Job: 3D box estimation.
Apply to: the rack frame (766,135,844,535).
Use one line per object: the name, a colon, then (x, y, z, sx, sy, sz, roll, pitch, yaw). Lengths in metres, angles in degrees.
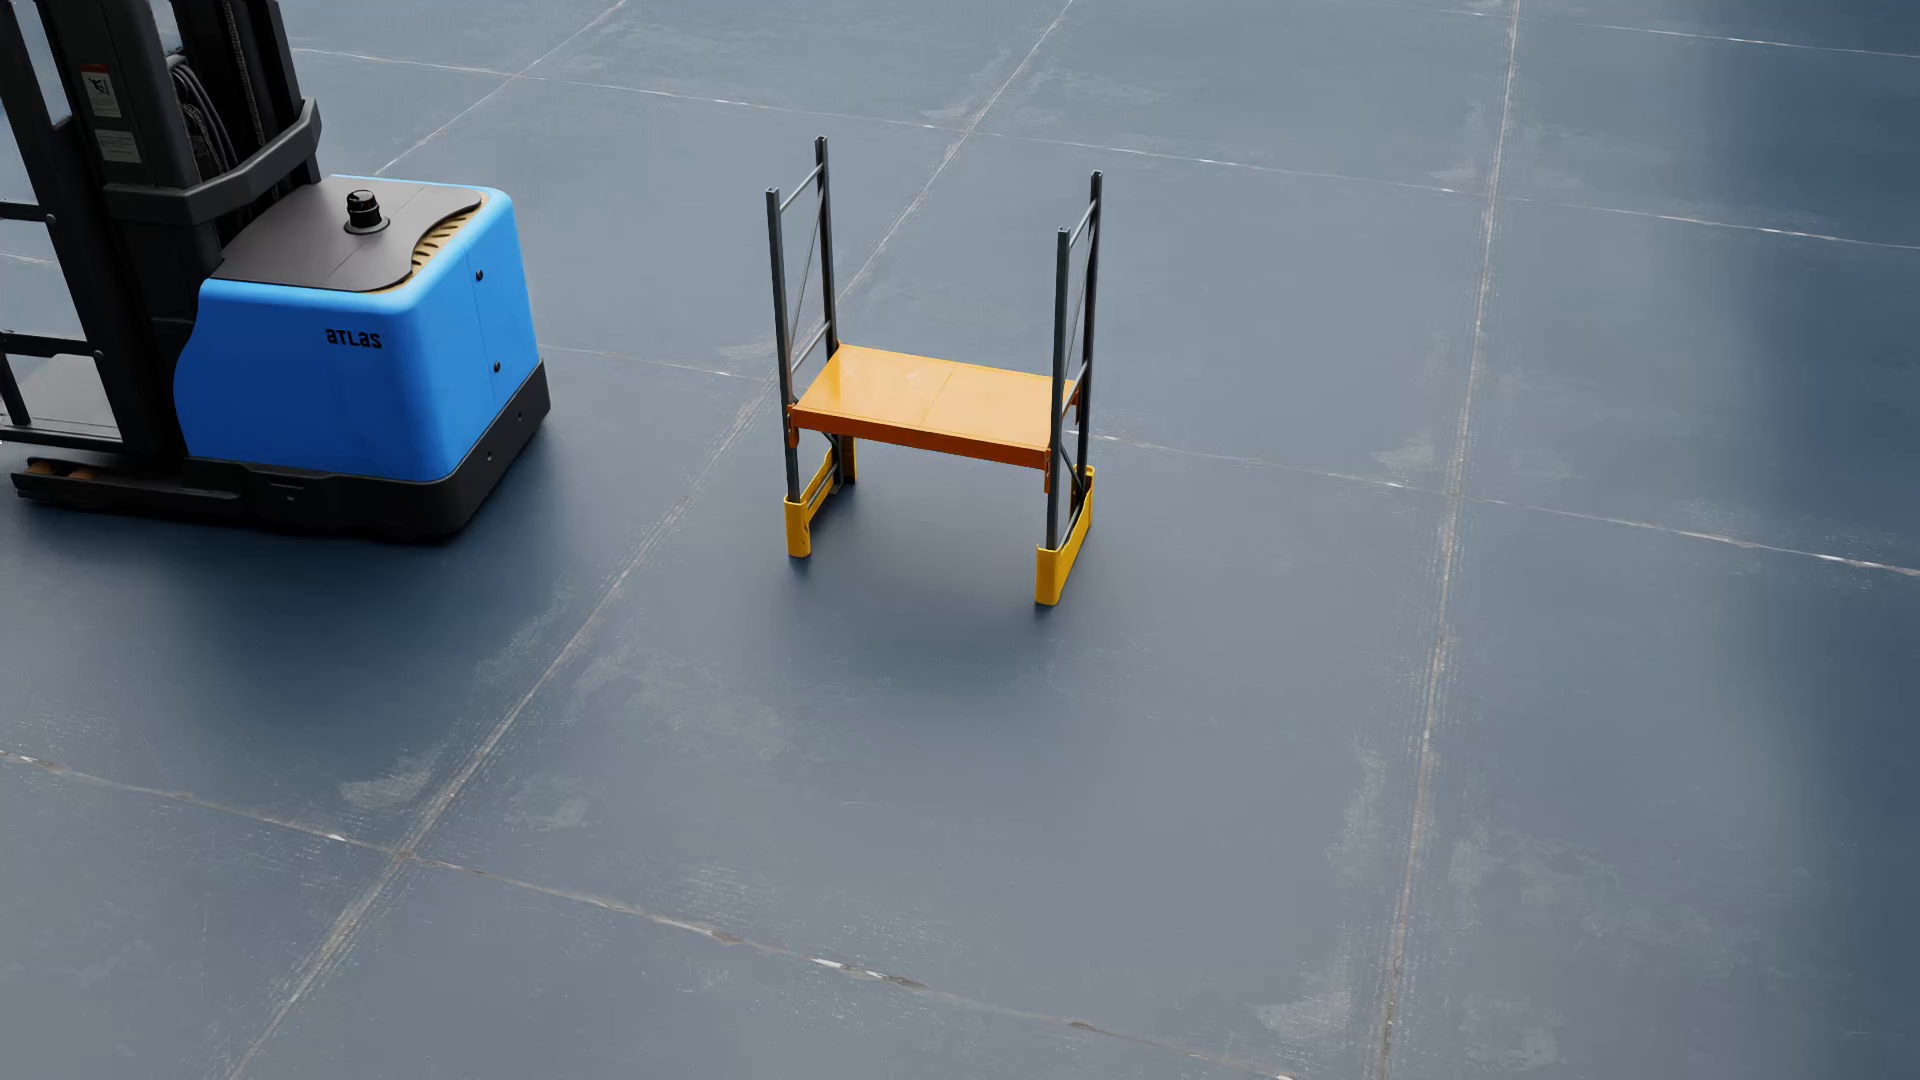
rack frame: (-0.567, -0.709, 6.233, 0.032, 1.500, 0.500, 10, 38, 14)

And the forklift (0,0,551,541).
forklift: (-3.337, -1.606, 6.244, 3.031, 2.935, 1.130, 7, 37, 9)

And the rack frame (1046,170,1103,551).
rack frame: (0.404, -0.529, 5.989, 0.032, 1.500, 0.500, 10, 38, 14)

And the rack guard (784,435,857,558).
rack guard: (-0.548, -0.202, 6.599, 0.087, 0.250, 0.587, 10, 38, 14)

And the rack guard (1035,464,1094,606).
rack guard: (0.403, -0.026, 6.360, 0.087, 0.250, 0.587, 10, 38, 14)

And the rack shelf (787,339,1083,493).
rack shelf: (-0.081, -0.474, 6.217, 1.000, 0.185, 0.538, 10, 38, 14)

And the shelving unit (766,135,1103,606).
shelving unit: (-0.073, -0.618, 6.109, 1.083, 1.500, 0.587, 10, 38, 14)
